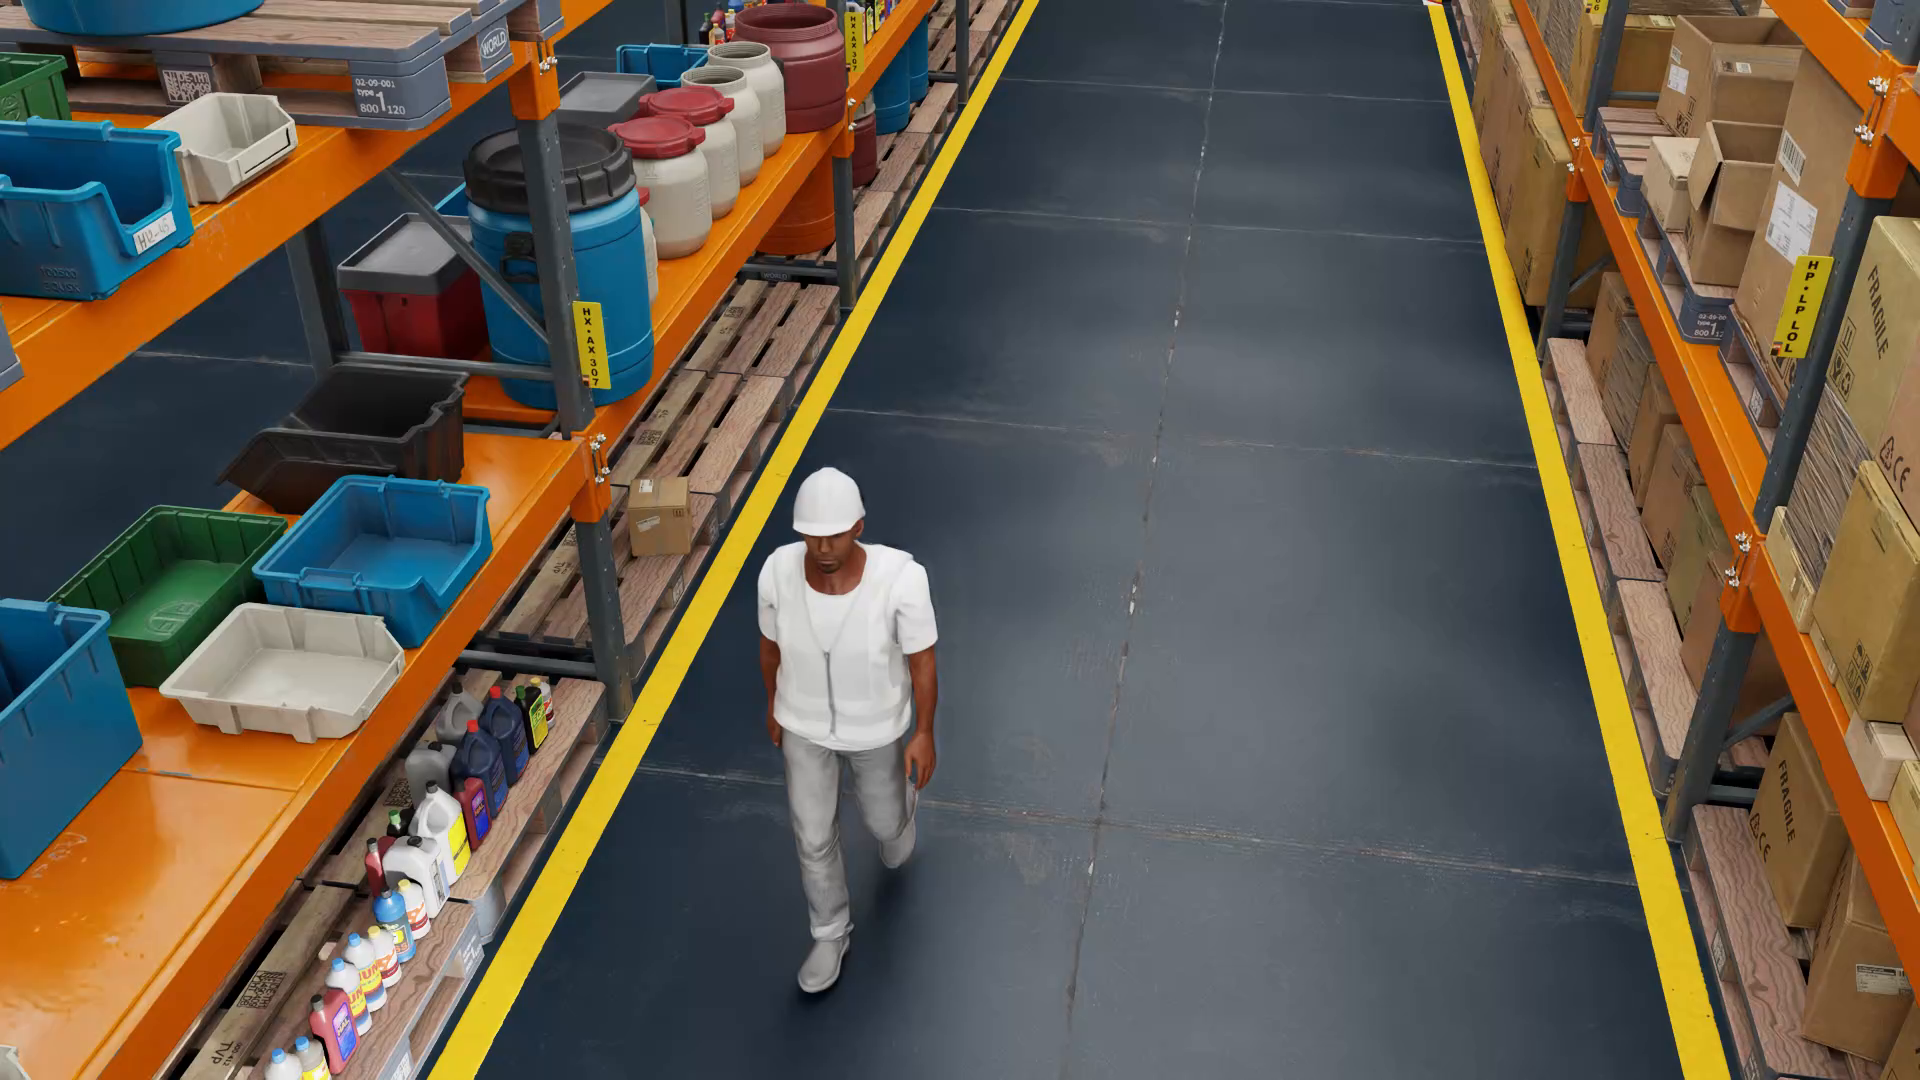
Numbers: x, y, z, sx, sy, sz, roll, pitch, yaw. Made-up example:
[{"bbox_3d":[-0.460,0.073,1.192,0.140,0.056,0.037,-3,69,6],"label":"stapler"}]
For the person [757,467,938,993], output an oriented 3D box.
[{"bbox_3d":[-0.348,0.539,5.241,0.581,1.748,0.840,4,32,6],"label":"person"}]
